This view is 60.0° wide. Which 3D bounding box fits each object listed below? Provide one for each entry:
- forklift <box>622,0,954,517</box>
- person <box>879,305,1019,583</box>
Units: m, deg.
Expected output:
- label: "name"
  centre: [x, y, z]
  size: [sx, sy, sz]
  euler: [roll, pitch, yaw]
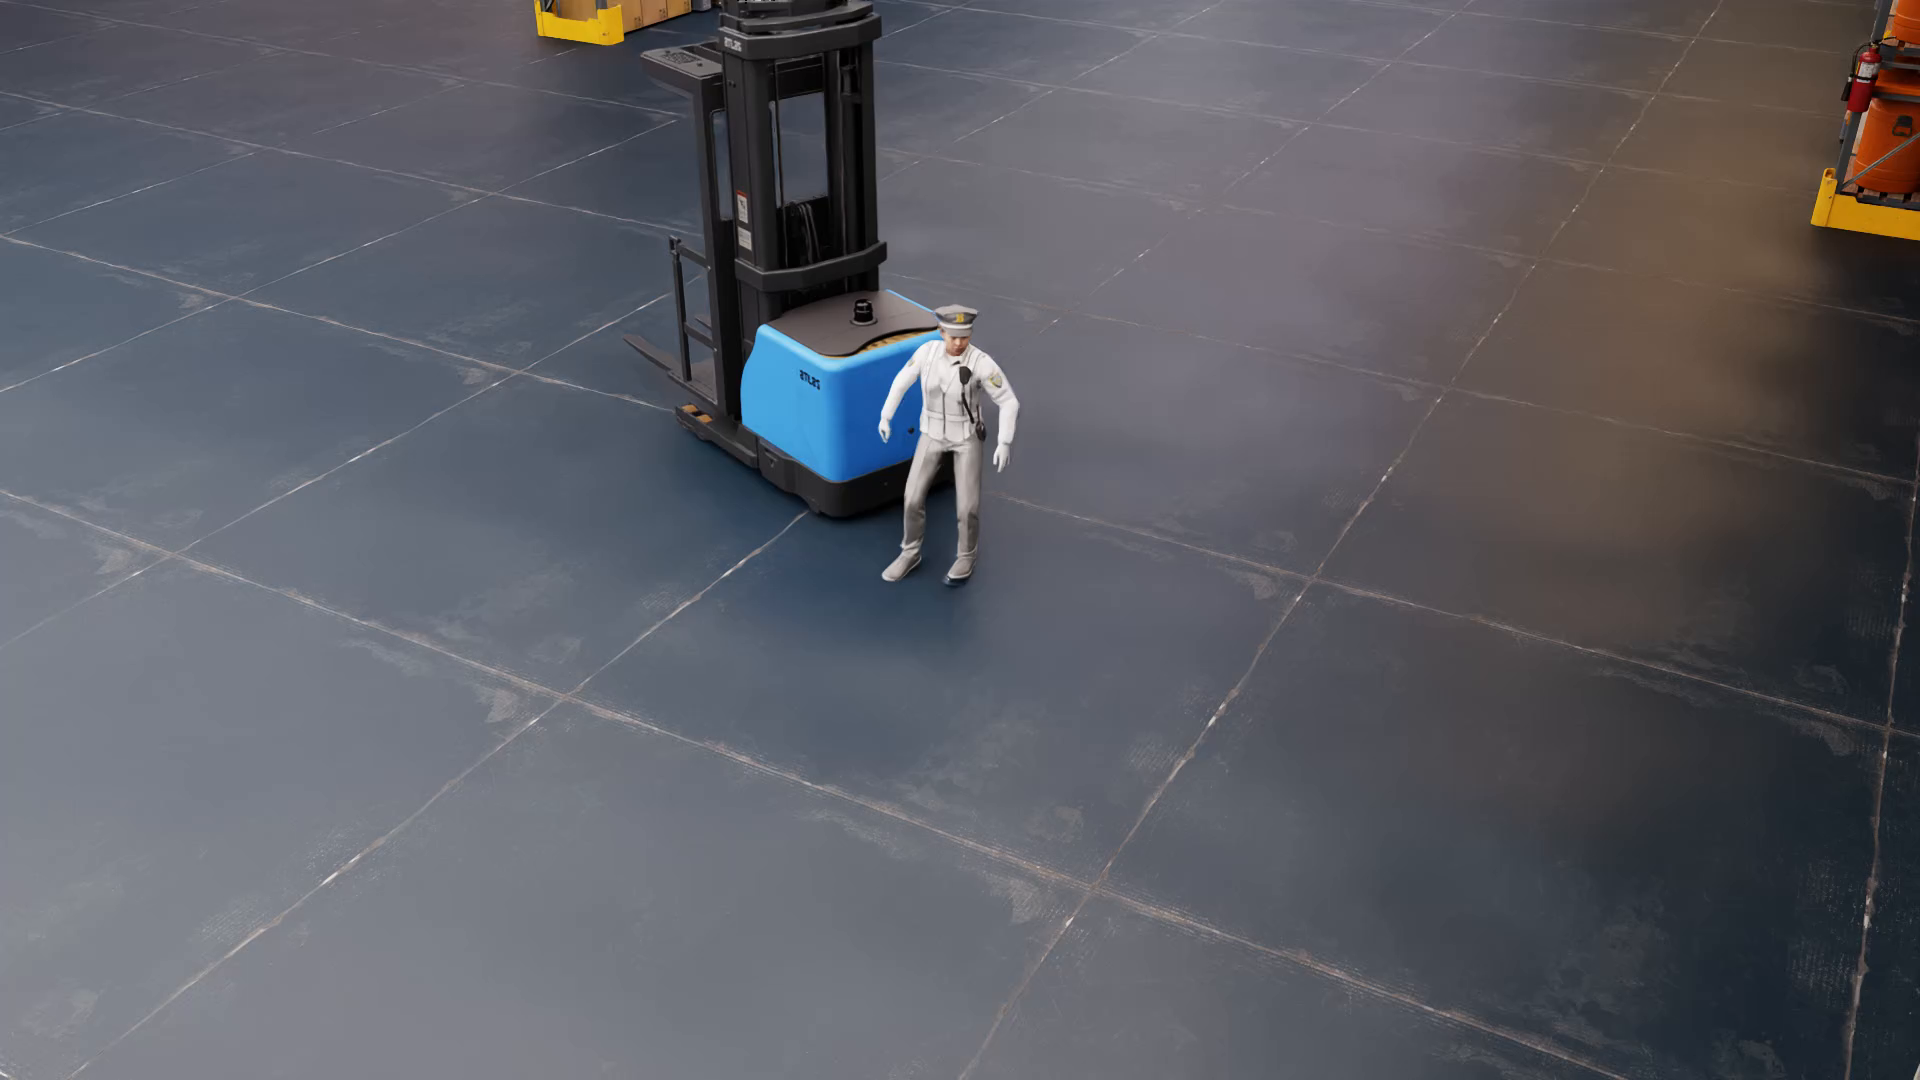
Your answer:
- label: "forklift"
  centre: [-1.274, -2.080, 10.674]
  size: [1.130, 2.935, 3.031]
  euler: [-21, 36, -32]
- label: "person"
  centre: [-0.094, -0.533, 9.336]
  size: [0.819, 1.622, 0.557]
  euler: [9, 31, 15]
